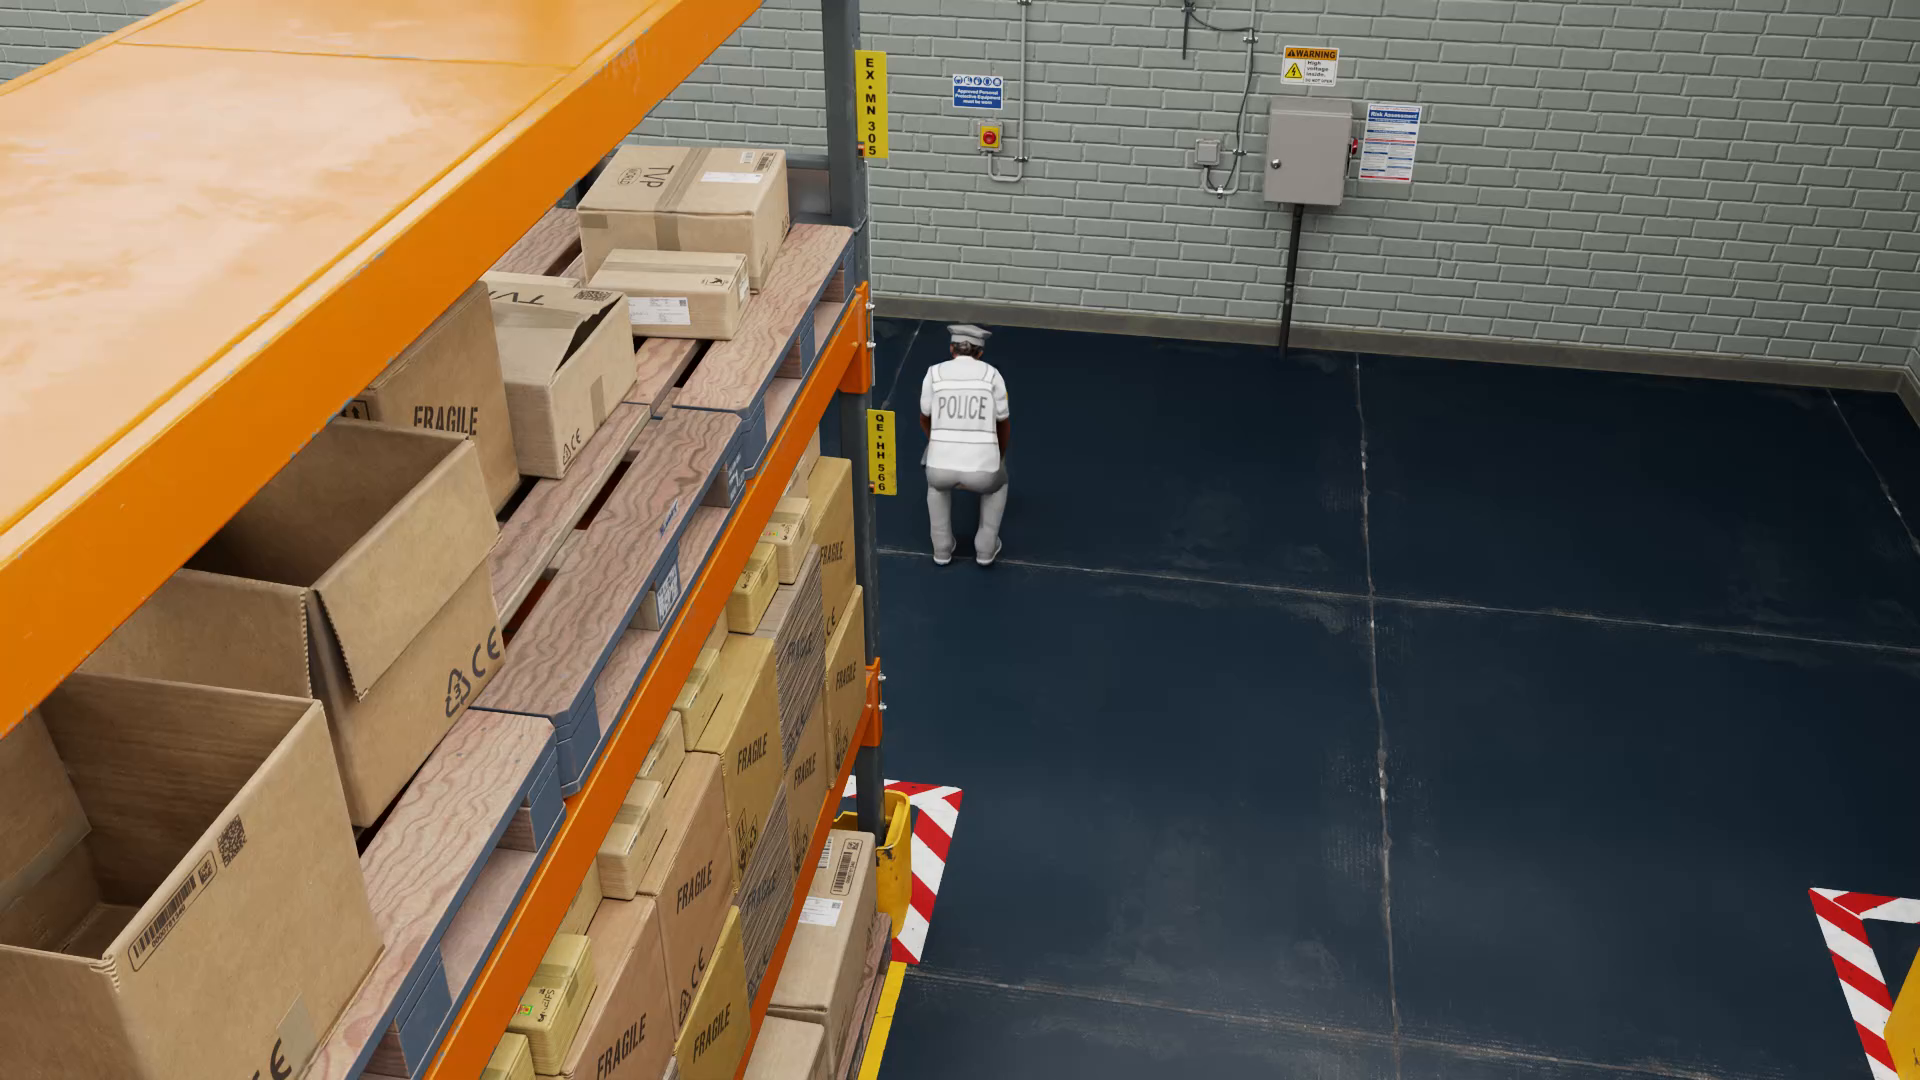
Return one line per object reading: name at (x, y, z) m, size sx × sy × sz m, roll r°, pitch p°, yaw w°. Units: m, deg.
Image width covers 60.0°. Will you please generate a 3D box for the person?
person at (0.008, -0.488, 8.901) m, size 0.496 × 1.249 × 0.777 m, roll 5°, pitch 33°, yaw 8°
